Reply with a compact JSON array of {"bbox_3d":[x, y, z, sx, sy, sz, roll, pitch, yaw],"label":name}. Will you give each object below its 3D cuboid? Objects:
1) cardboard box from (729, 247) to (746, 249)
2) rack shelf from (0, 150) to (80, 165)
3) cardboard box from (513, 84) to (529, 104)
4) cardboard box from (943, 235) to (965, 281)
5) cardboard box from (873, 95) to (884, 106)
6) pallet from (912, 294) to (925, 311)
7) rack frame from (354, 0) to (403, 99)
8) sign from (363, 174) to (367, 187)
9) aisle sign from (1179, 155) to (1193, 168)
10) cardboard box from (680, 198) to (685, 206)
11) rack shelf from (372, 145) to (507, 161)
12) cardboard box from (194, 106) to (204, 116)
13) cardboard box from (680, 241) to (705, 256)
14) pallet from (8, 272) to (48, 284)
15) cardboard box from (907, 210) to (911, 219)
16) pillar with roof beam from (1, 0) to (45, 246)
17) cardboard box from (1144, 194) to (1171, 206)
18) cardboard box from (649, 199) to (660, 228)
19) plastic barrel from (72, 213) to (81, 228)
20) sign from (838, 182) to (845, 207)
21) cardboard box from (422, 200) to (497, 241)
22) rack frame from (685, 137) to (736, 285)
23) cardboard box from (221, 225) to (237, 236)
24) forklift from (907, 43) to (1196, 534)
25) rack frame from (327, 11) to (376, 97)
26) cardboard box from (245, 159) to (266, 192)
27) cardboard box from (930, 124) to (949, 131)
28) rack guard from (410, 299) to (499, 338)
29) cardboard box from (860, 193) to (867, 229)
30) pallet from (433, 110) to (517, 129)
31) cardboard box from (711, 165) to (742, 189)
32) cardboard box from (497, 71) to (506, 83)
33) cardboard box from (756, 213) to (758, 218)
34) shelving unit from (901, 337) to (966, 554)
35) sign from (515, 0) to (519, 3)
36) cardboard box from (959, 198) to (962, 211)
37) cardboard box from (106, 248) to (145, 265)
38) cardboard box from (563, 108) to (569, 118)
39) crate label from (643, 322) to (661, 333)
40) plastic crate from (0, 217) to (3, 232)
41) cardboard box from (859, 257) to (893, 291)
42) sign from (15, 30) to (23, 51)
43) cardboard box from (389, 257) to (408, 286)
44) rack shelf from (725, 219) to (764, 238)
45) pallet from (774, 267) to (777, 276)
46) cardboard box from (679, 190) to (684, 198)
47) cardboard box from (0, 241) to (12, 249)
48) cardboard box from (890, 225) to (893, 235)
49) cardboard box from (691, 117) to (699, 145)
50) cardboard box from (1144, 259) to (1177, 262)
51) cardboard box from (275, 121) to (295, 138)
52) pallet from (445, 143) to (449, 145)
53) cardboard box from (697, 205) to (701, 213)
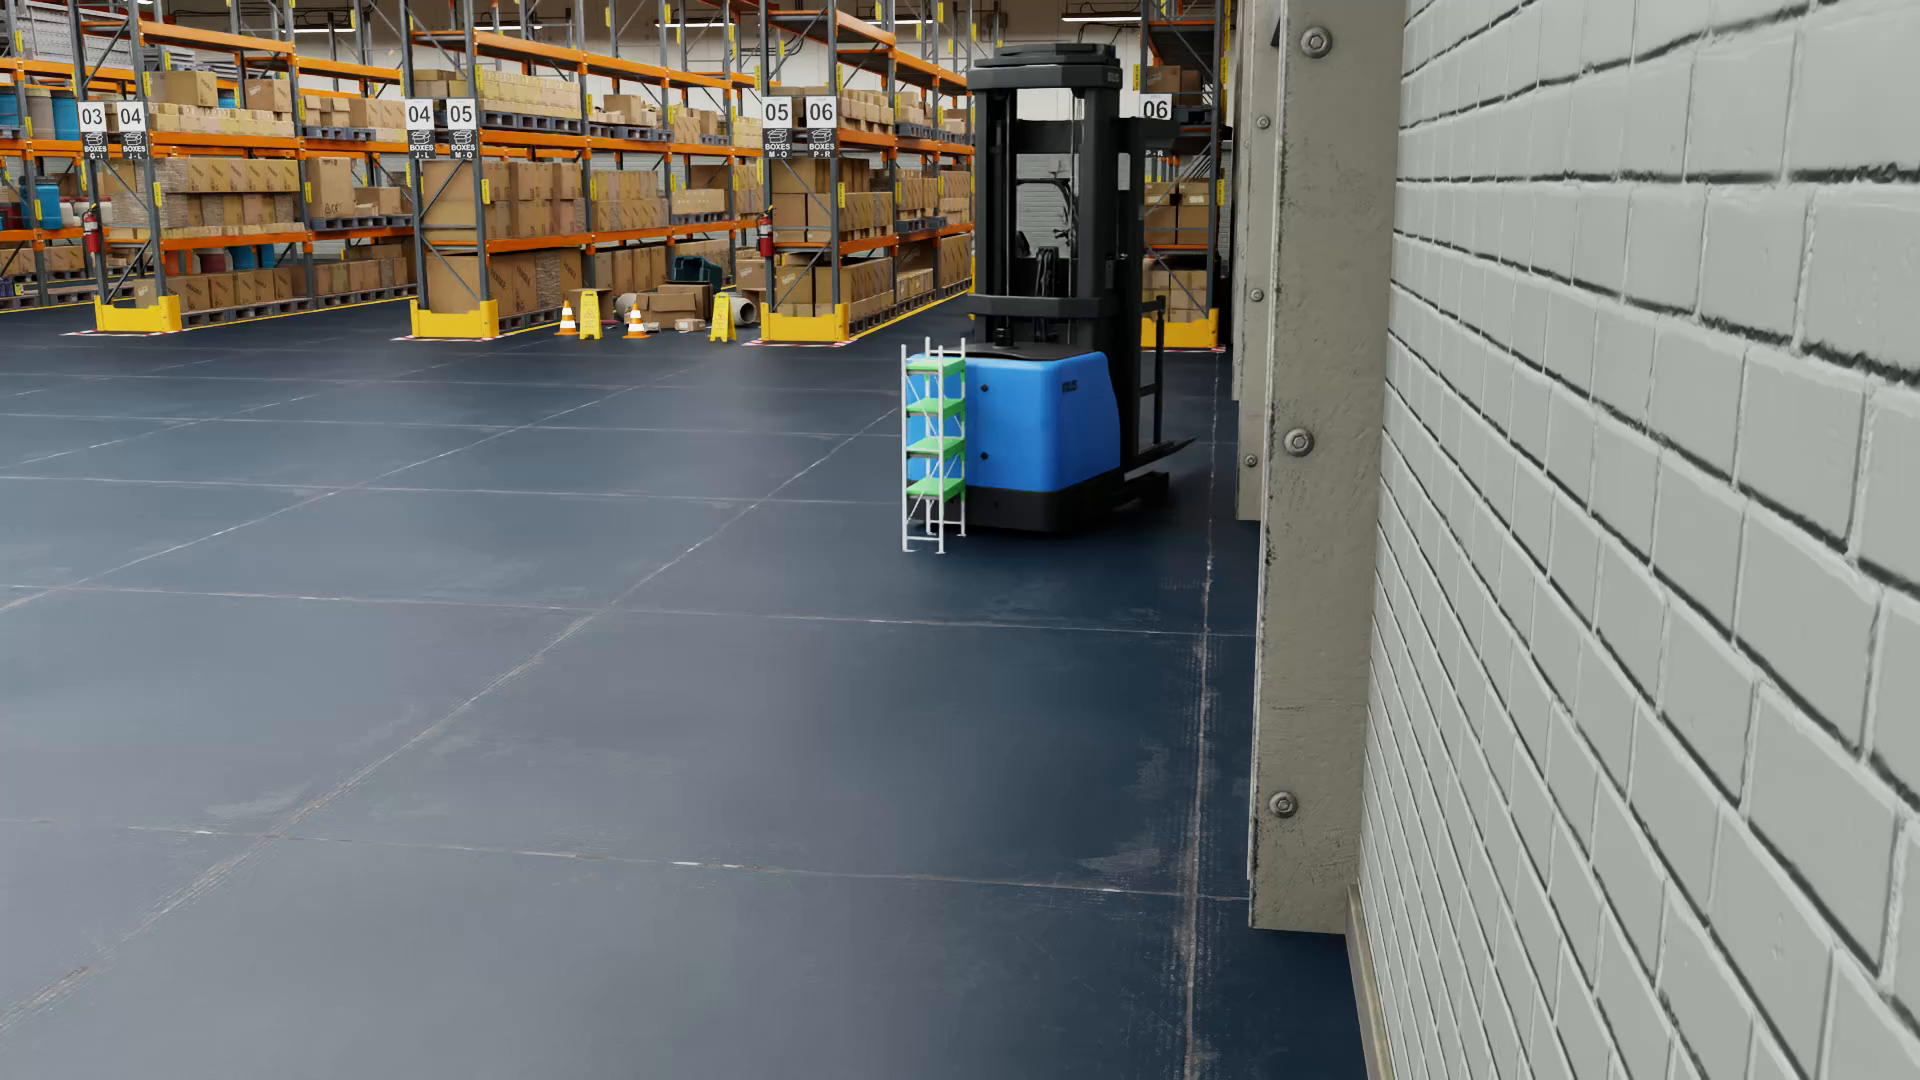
[{"bbox_3d":[-5.024,-6.485,37.325,0.380,0.149,0.250,1,12,6],"label":"cardboard box"},{"bbox_3d":[-20.159,-8.014,34.647,1.077,0.370,4.000,2,12,9],"label":"rack shelf"},{"bbox_3d":[-6.542,-6.410,23.911,0.500,0.250,0.500,2,12,8],"label":"cardboard box"},{"bbox_3d":[-0.419,-5.520,32.531,0.875,0.875,0.875,2,12,10],"label":"cardboard box"},{"bbox_3d":[-1.337,-6.502,24.626,0.380,0.149,0.250,2,12,10],"label":"cardboard box"},{"bbox_3d":[-1.198,-4.061,28.337,1.003,0.211,1.213,2,12,9],"label":"pallet"},{"bbox_3d":[-10.678,-9.094,30.831,1.000,3.000,0.127,2,12,9],"label":"rack frame"},{"bbox_3d":[-11.227,-6.745,31.421,0.100,0.325,0.005,2,12,9],"label":"sign"},{"bbox_3d":[4.969,-8.640,36.794,0.394,0.787,0.004,2,12,9],"label":"aisle sign"},{"bbox_3d":[-5.443,-6.414,31.527,0.380,0.149,0.250,1,12,7],"label":"cardboard box"},{"bbox_3d":[-10.371,-7.692,33.154,1.077,0.370,4.000,2,12,9],"label":"rack shelf"},{"bbox_3d":[-11.432,-6.346,24.609,0.380,0.149,0.250,2,12,9],"label":"cardboard box"},{"bbox_3d":[-5.281,-5.673,32.355,0.500,0.250,0.500,2,12,9],"label":"cardboard box"},{"bbox_3d":[-20.124,-5.527,35.140,1.003,0.211,1.213,2,12,9],"label":"pallet"},{"bbox_3d":[-1.008,-5.360,27.345,0.380,0.149,0.250,2,12,10],"label":"cardboard box"},{"bbox_3d":[-20.317,-11.691,42.883,9.100,9.000,0.548,2,12,9],"label":"pillar with roof beam"},{"bbox_3d":[2.565,-4.462,21.801,0.380,0.149,0.250,2,12,9],"label":"cardboard box"},{"bbox_3d":[-5.675,-5.822,29.652,0.500,0.500,0.500,2,12,9],"label":"cardboard box"},{"bbox_3d":[-15.833,-5.692,29.614,0.301,0.262,0.301,0,12,0],"label":"plastic barrel"},{"bbox_3d":[-1.581,-4.580,22.073,0.100,0.325,0.005,2,12,9],"label":"sign"},{"bbox_3d":[-7.011,-4.466,23.241,0.875,0.550,0.550,2,12,9],"label":"cardboard box"},{"bbox_3d":[-5.178,-6.812,34.483,1.000,3.000,0.127,2,12,9],"label":"rack frame"},{"bbox_3d":[-11.303,-4.734,25.435,0.380,0.149,0.250,2,12,9],"label":"cardboard box"},{"bbox_3d":[0.784,-1.735,11.089,1.130,2.935,3.031,6,14,27],"label":"forklift"},{"bbox_3d":[-14.342,-10.920,39.303,1.000,3.000,0.127,2,12,9],"label":"rack frame"},{"bbox_3d":[-11.244,-5.701,26.010,0.500,0.500,0.500,2,12,9],"label":"cardboard box"},{"bbox_3d":[-0.414,-7.832,31.652,0.380,0.166,0.250,3,13,13],"label":"cardboard box"},{"bbox_3d":[-7.027,-3.087,23.132,1.175,0.500,0.348,2,12,9],"label":"rack guard"},{"bbox_3d":[-1.616,-4.673,23.612,0.500,0.500,0.500,2,12,8],"label":"cardboard box"},{"bbox_3d":[-6.920,-5.892,23.303,1.003,0.211,1.213,2,12,9],"label":"pallet"},{"bbox_3d":[-4.868,-7.581,34.735,0.500,0.500,0.500,2,12,10],"label":"cardboard box"},{"bbox_3d":[-6.579,-6.466,23.227,0.380,0.149,0.250,2,12,8],"label":"cardboard box"},{"bbox_3d":[-4.643,-7.124,36.526,0.380,0.149,0.250,2,12,10],"label":"cardboard box"},{"bbox_3d":[-0.150,-0.563,9.759,0.258,1.200,0.503,3,13,15],"label":"shelving unit"},{"bbox_3d":[-6.946,-8.590,26.087,0.100,0.325,0.005,2,12,9],"label":"sign"},{"bbox_3d":[-0.242,-6.532,32.352,0.500,0.250,0.500,2,12,10],"label":"cardboard box"},{"bbox_3d":[-19.567,-6.702,38.851,0.797,0.503,0.637,2,12,9],"label":"cardboard box"},{"bbox_3d":[-6.225,-6.552,25.518,0.380,0.149,0.250,2,12,10],"label":"cardboard box"},{"bbox_3d":[-4.415,-3.038,23.763,0.250,0.136,0.298,-5,13,-21],"label":"crate label"},{"bbox_3d":[-16.090,-5.177,27.249,0.499,0.251,0.616,2,12,9],"label":"plastic crate"},{"bbox_3d":[-1.327,-4.103,25.664,0.500,0.500,0.500,2,12,8],"label":"cardboard box"},{"bbox_3d":[-15.646,-8.299,27.640,0.100,0.325,0.005,2,12,9],"label":"sign"},{"bbox_3d":[-10.762,-5.014,31.029,0.700,0.500,0.500,1,12,6],"label":"cardboard box"},{"bbox_3d":[-4.870,-6.877,36.491,1.077,0.370,4.000,2,12,9],"label":"rack shelf"},{"bbox_3d":[-4.734,-6.098,37.788,1.003,0.211,1.213,2,12,9],"label":"pallet"},{"bbox_3d":[-5.450,-6.550,31.452,0.380,0.149,0.250,2,12,8],"label":"cardboard box"},{"bbox_3d":[-20.397,-6.270,35.076,0.500,0.250,0.500,2,12,8],"label":"cardboard box"},{"bbox_3d":[-1.250,-4.808,25.779,0.380,0.149,0.250,2,12,8],"label":"cardboard box"},{"bbox_3d":[-5.301,-7.814,31.772,0.500,0.500,0.500,2,12,9],"label":"cardboard box"},{"bbox_3d":[3.019,-4.107,25.086,0.500,0.250,0.500,2,12,8],"label":"cardboard box"},{"bbox_3d":[-11.106,-6.618,26.819,0.500,0.250,0.500,2,12,11],"label":"cardboard box"},{"bbox_3d":[-10.463,-7.904,32.877,1.003,0.211,1.213,2,12,11],"label":"pallet"},{"bbox_3d":[-5.282,-6.479,32.536,0.380,0.149,0.250,1,12,7],"label":"cardboard box"}]
